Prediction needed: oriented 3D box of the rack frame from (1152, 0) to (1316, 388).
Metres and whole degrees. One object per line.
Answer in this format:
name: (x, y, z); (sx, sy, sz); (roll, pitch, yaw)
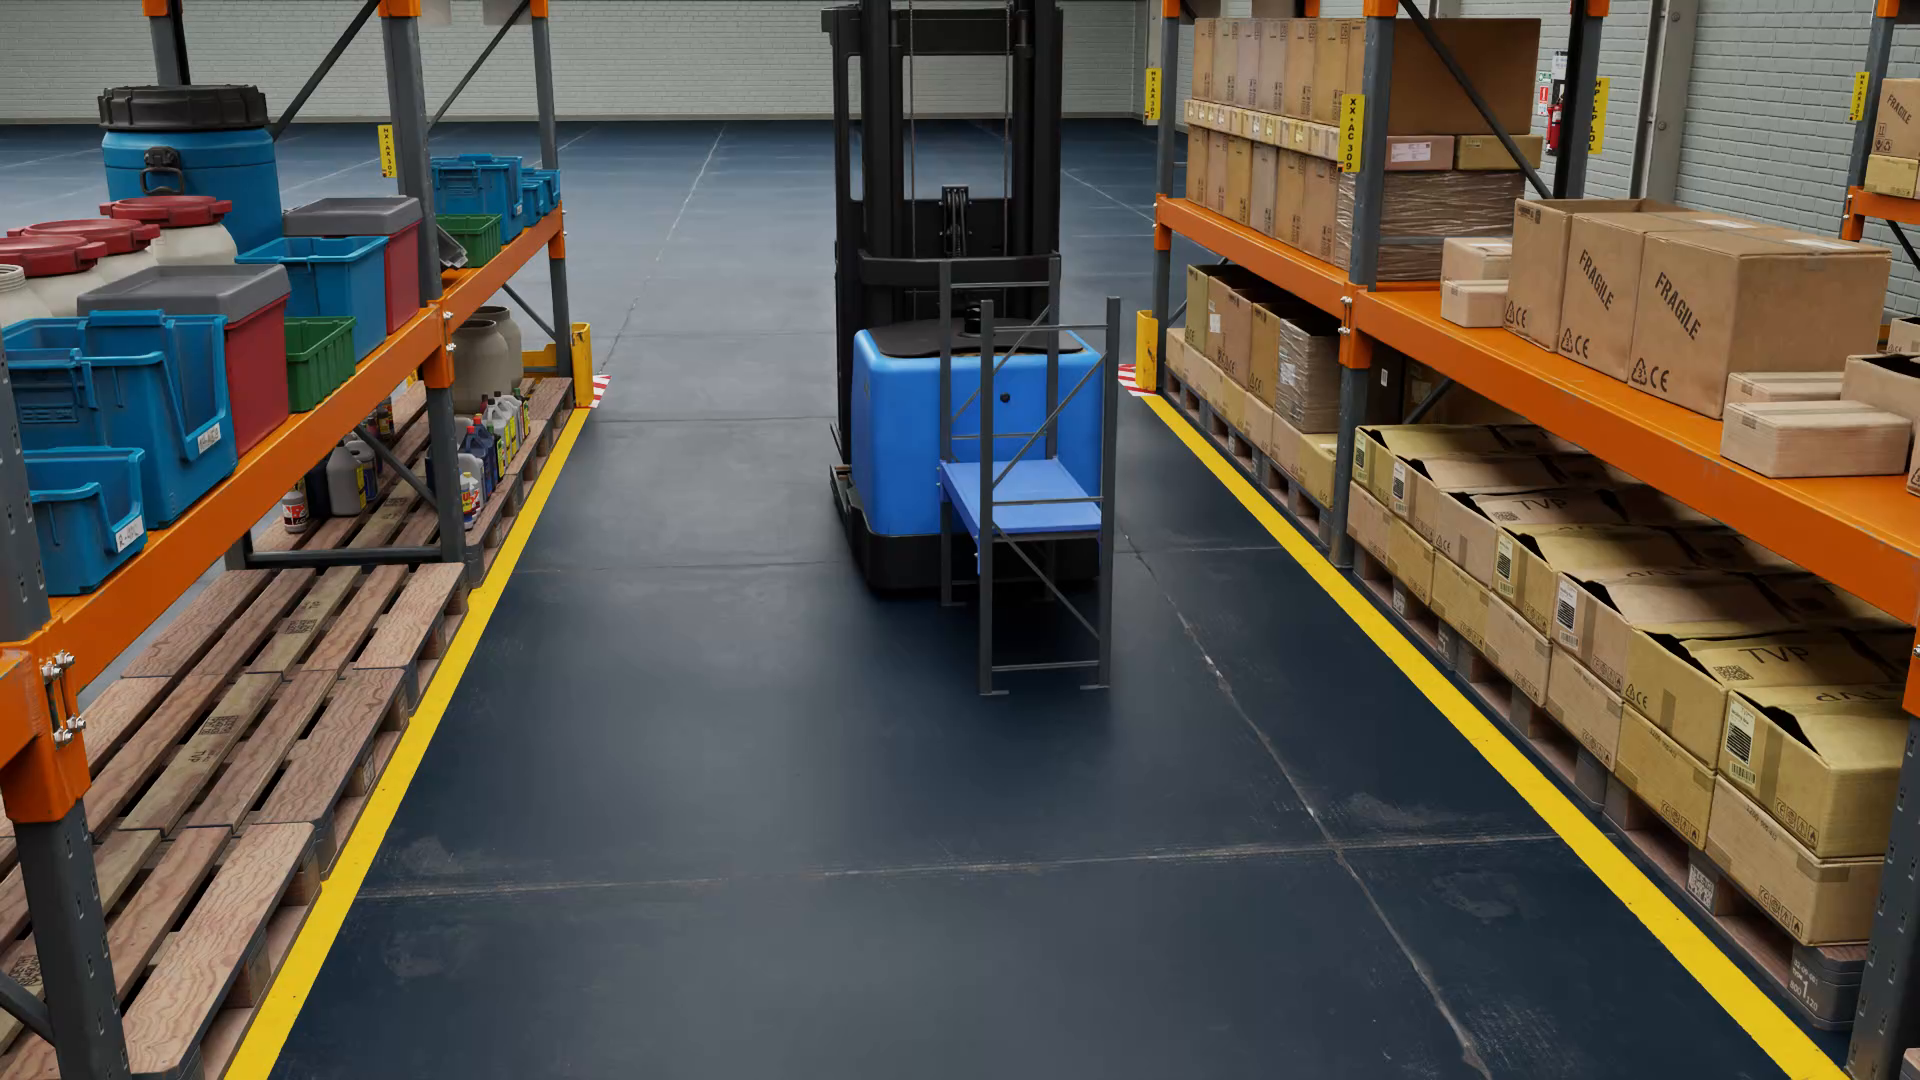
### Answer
rack frame: (1.829, -2.516, 11.182); (1.000, 3.000, 0.127); (-2, 18, -6)

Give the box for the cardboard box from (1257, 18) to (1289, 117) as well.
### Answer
cardboard box: (2.034, -2.571, 9.026); (0.700, 0.500, 0.500); (-2, 18, -6)

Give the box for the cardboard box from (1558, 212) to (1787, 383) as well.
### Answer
cardboard box: (2.411, -0.836, 5.665); (0.500, 0.500, 0.500); (-2, 18, -6)

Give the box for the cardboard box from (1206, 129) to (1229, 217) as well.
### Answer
cardboard box: (1.924, -2.267, 10.225); (0.700, 0.500, 0.500); (-1, 17, -4)

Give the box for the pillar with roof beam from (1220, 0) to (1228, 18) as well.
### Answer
pillar with roof beam: (0.931, -12.368, 32.548); (9.100, 9.000, 0.400); (-2, 18, -6)

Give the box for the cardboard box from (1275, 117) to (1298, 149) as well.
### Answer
cardboard box: (1.871, -2.134, 8.716); (0.380, 0.149, 0.250); (-1, 17, -4)

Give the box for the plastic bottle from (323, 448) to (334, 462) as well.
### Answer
plastic bottle: (-3.058, -0.358, 7.998); (0.144, 0.351, 0.185); (-3, 18, -8)

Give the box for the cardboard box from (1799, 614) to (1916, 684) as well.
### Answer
cardboard box: (2.830, 0.390, 4.879); (0.500, 0.311, 0.500); (-2, 18, -7)

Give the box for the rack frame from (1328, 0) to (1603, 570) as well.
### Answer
rack frame: (2.242, -1.324, 7.386); (1.000, 3.000, 0.127); (-2, 18, -6)

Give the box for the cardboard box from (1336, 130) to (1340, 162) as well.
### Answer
cardboard box: (1.977, -1.829, 7.746); (0.380, 0.149, 0.250); (-2, 18, -7)

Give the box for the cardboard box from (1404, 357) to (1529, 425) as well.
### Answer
cardboard box: (2.505, -0.718, 8.094); (0.500, 0.500, 0.500); (-2, 18, -6)

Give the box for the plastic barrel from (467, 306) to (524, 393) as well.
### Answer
plastic barrel: (-2.954, -1.183, 10.391); (0.421, 0.512, 0.421); (0, 17, 0)

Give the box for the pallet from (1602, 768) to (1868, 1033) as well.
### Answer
pallet: (2.608, 0.952, 4.793); (1.003, 0.211, 1.213); (-2, 18, -6)

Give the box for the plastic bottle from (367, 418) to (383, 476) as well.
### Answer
plastic bottle: (-2.999, -0.474, 8.480); (0.061, 0.283, 0.133); (-2, 18, -6)

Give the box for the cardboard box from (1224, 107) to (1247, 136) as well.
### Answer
cardboard box: (1.764, -2.442, 9.697); (0.380, 0.149, 0.250); (-2, 18, -7)

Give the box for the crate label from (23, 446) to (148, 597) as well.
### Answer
crate label: (-1.944, -0.037, 3.568); (0.303, 0.233, 0.416); (-2, 18, -6)

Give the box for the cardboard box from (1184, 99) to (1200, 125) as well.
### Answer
cardboard box: (1.656, -2.749, 10.676); (0.380, 0.149, 0.250); (-2, 18, -6)

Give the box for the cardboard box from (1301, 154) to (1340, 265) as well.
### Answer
cardboard box: (2.129, -1.661, 8.291); (0.700, 0.500, 0.500); (-2, 18, -6)

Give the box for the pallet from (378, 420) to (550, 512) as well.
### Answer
pallet: (-2.842, -0.407, 9.122); (1.003, 0.211, 1.213); (-2, 18, -6)

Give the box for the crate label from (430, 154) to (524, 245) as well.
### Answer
crate label: (-2.639, -1.841, 8.973); (0.502, 0.435, 0.616); (-2, 18, -6)

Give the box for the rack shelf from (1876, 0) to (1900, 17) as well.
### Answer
rack shelf: (6.962, -3.162, 9.434); (1.077, 0.370, 4.000); (-2, 18, -6)

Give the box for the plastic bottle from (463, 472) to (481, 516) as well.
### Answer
plastic bottle: (-2.303, -0.216, 7.794); (0.097, 0.201, 0.097); (0, 17, 0)

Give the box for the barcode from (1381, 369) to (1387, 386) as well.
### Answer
barcode: (1.854, -0.710, 7.268); (0.001, 0.075, 0.075); (-2, 18, -6)

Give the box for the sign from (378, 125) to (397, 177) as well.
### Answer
sign: (-3.646, -2.480, 10.607); (0.100, 0.325, 0.005); (-2, 18, -6)

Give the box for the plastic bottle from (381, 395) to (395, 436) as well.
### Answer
plastic bottle: (-3.221, -0.722, 9.290); (0.097, 0.271, 0.097); (0, 17, 0)

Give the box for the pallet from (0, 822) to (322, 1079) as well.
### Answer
pallet: (-2.314, 1.118, 4.263); (1.003, 0.211, 1.213); (-2, 18, -6)

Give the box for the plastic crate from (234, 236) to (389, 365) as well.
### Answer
plastic crate: (-2.262, -0.845, 5.888); (0.392, 0.384, 0.575); (-2, 18, -6)

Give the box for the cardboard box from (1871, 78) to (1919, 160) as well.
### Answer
cardboard box: (6.506, -2.814, 11.098); (0.500, 0.500, 0.500); (-2, 18, -6)

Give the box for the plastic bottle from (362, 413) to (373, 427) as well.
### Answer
plastic bottle: (-3.175, -0.590, 8.869); (0.097, 0.271, 0.097); (0, 17, 0)

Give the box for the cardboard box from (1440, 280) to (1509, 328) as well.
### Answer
cardboard box: (2.130, -0.934, 6.563); (0.380, 0.149, 0.250); (-2, 18, -6)

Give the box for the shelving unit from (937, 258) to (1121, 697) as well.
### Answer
shelving unit: (0.243, -0.289, 6.592); (0.538, 1.500, 1.048); (-3, 18, -8)

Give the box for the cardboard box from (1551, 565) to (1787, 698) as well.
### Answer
cardboard box: (2.246, 0.258, 5.300); (0.500, 0.311, 0.500); (-2, 18, -6)

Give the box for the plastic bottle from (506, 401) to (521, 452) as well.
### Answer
plastic bottle: (-2.460, -0.623, 8.967); (0.152, 0.276, 0.135); (-2, 18, -7)

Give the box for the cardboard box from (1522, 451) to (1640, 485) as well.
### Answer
cardboard box: (2.629, -0.213, 6.802); (0.500, 0.311, 0.500); (-1, 17, -4)

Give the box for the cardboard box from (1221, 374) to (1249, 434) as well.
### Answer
cardboard box: (1.816, -0.790, 9.577); (0.500, 0.250, 0.500); (-2, 18, -6)

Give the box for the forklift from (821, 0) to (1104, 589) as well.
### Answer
forklift: (-0.096, -1.585, 8.331); (1.130, 2.935, 3.031); (-3, 18, -8)

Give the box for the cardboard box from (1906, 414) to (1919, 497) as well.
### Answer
cardboard box: (2.660, -0.199, 3.953); (0.500, 0.311, 0.500); (-1, 17, -2)

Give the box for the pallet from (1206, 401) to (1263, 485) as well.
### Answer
pallet: (2.072, -0.596, 9.723); (1.003, 0.211, 1.213); (-2, 18, -6)

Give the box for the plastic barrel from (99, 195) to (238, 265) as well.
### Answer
plastic barrel: (-2.805, -0.945, 5.952); (0.433, 0.535, 0.433); (0, 17, 0)

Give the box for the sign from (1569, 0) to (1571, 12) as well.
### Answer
sign: (6.951, -6.124, 18.807); (0.001, 0.298, 0.199); (-2, 18, -6)

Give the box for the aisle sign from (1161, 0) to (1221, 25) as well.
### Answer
aisle sign: (1.518, -3.766, 10.825); (0.394, 0.787, 0.004); (-2, 18, -6)

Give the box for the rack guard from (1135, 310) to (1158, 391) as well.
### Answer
rack guard: (1.827, -1.330, 11.579); (1.175, 0.500, 0.348); (-2, 18, -6)

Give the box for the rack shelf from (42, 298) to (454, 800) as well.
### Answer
rack shelf: (-2.479, -0.233, 5.112); (1.077, 0.370, 4.000); (-2, 18, -6)

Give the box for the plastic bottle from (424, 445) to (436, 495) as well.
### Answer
plastic bottle: (-2.499, -0.367, 8.026); (0.144, 0.351, 0.185); (-2, 18, -6)

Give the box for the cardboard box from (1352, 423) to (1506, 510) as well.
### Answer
cardboard box: (2.037, -0.349, 7.234); (0.500, 0.311, 0.500); (-2, 18, -5)

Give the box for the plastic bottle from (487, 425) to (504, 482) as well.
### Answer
plastic bottle: (-2.351, -0.446, 8.390); (0.061, 0.283, 0.133); (-1, 17, -3)

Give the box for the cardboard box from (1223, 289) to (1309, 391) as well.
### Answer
cardboard box: (1.815, -1.148, 9.464); (0.500, 0.500, 0.500); (-2, 18, -6)

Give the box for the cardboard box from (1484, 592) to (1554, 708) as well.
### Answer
cardboard box: (2.196, 0.374, 5.869); (0.500, 0.250, 0.500); (-1, 17, -5)

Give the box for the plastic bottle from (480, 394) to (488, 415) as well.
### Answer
plastic bottle: (-2.580, -0.665, 9.086); (0.061, 0.283, 0.133); (-2, 18, -6)
